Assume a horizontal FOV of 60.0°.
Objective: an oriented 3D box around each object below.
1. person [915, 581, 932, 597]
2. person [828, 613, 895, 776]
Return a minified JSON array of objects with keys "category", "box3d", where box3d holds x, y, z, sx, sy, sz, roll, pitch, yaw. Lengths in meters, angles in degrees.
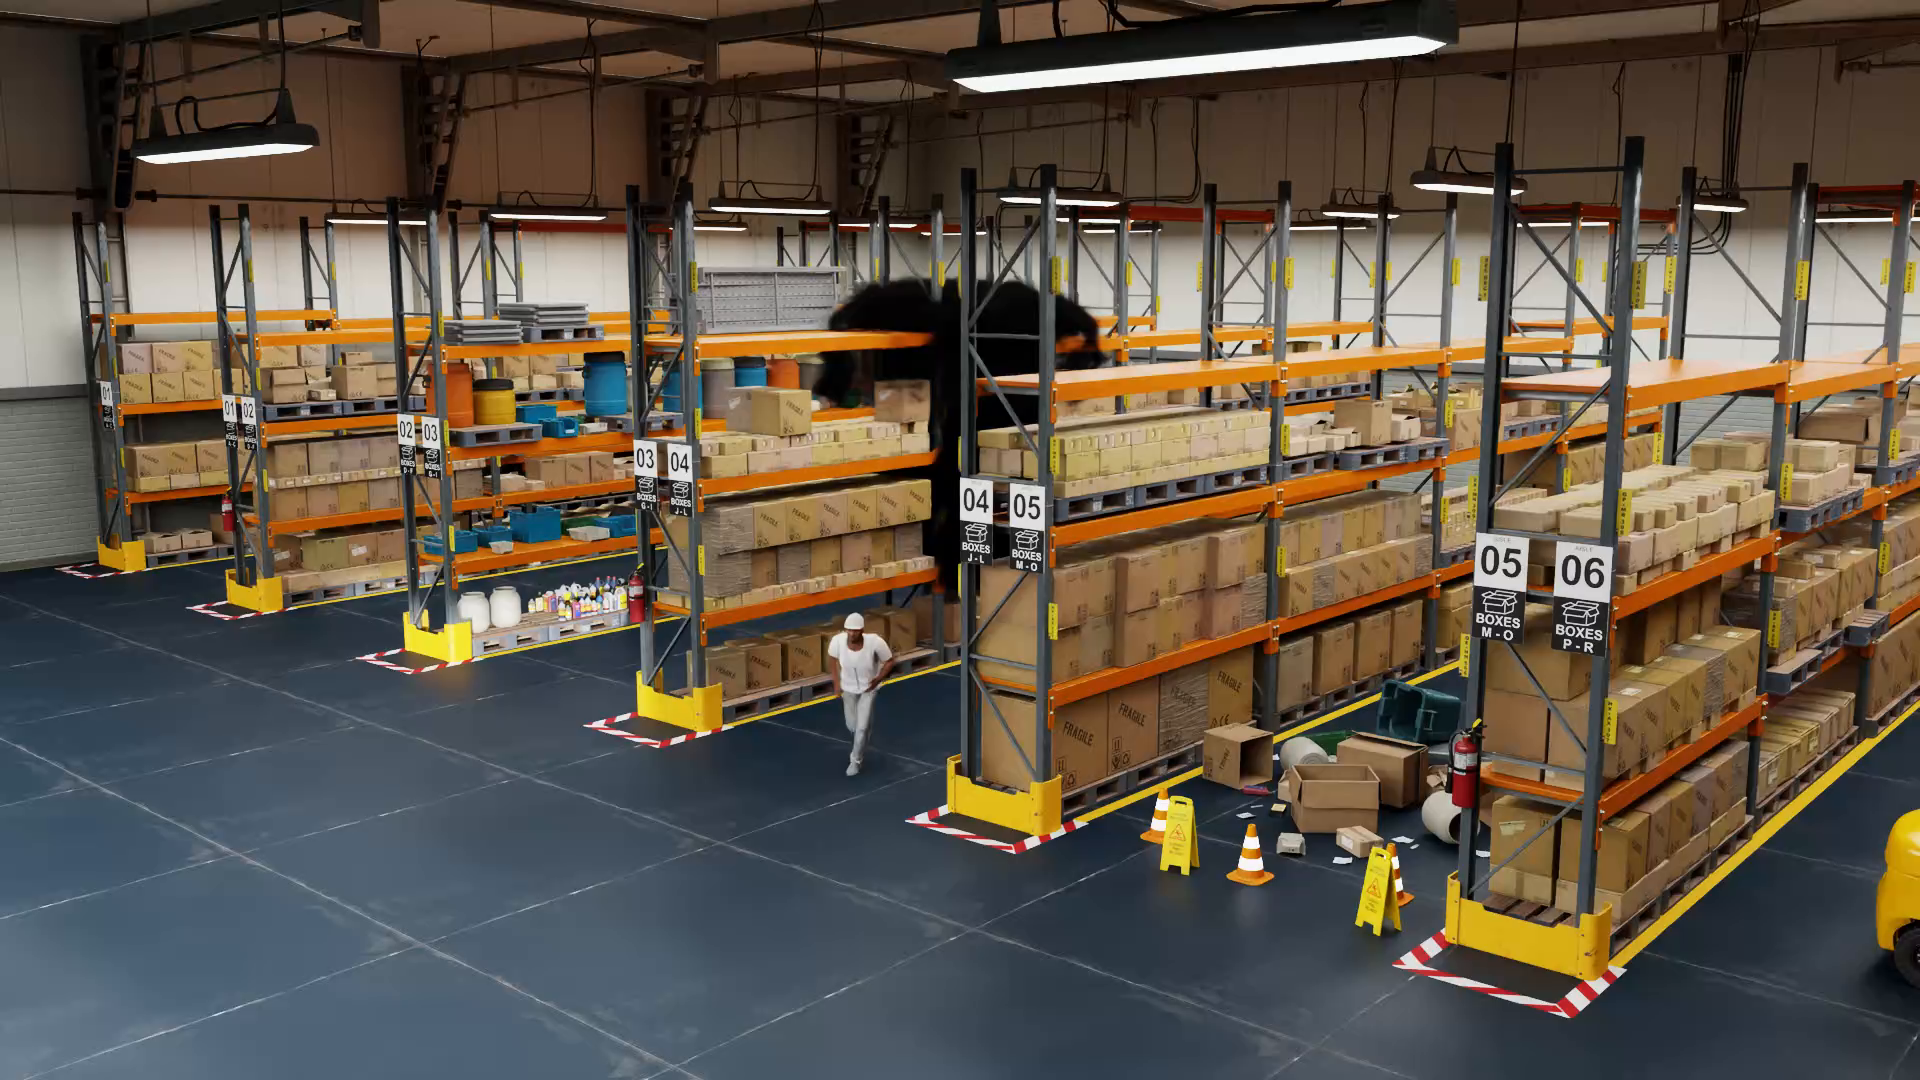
[{"category":"person","box3d":[-0.455,0.330,24.152,0.708,1.764,0.824,7,12,34]},{"category":"person","box3d":[-1.006,1.538,17.085,0.698,1.700,0.876,1,10,6]}]
